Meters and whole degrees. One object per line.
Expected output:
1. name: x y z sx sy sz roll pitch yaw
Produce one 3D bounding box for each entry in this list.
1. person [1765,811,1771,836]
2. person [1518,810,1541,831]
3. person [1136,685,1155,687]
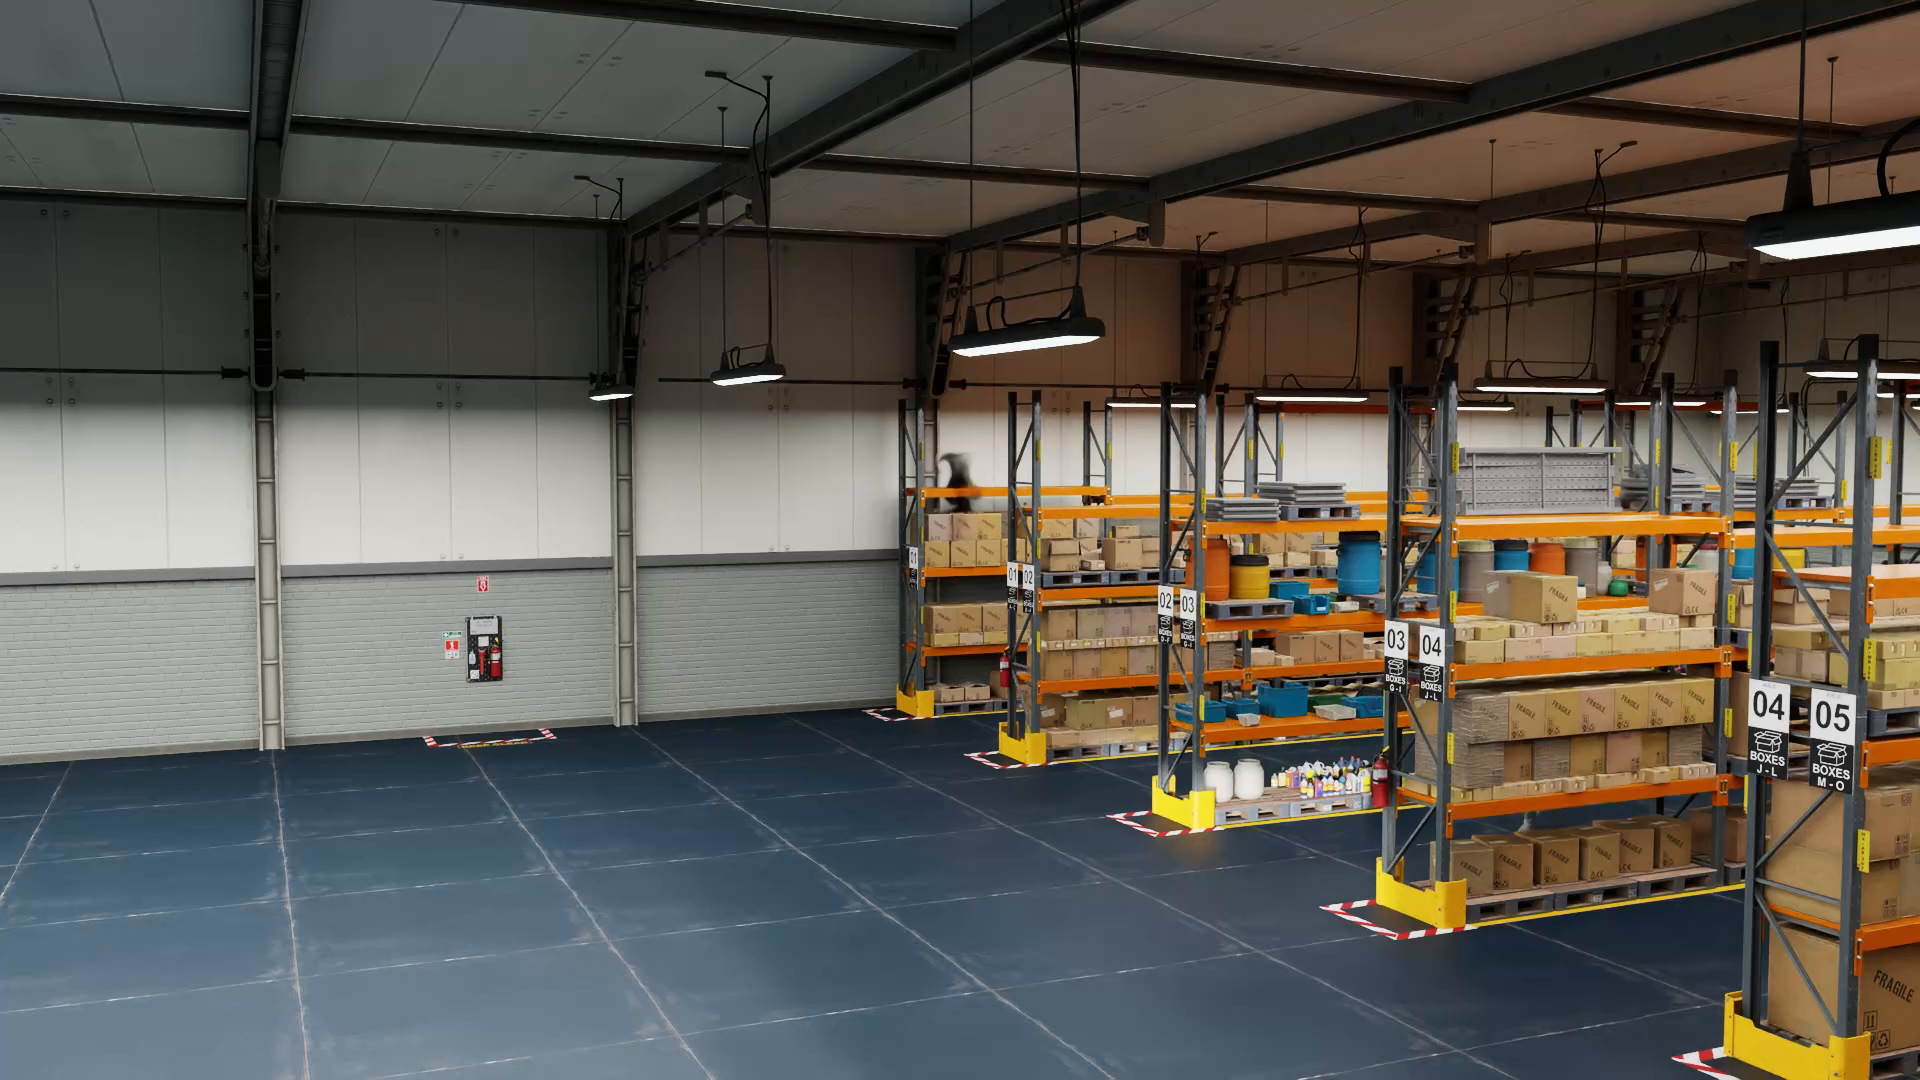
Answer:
1. person: 8.486 3.448 16.968 0.762 1.440 0.569 -2 4 -29
2. person: 7.544 3.030 22.011 0.705 1.688 0.663 -3 4 -42
3. person: 3.681 2.463 31.704 0.953 1.717 0.691 -2 4 -32
